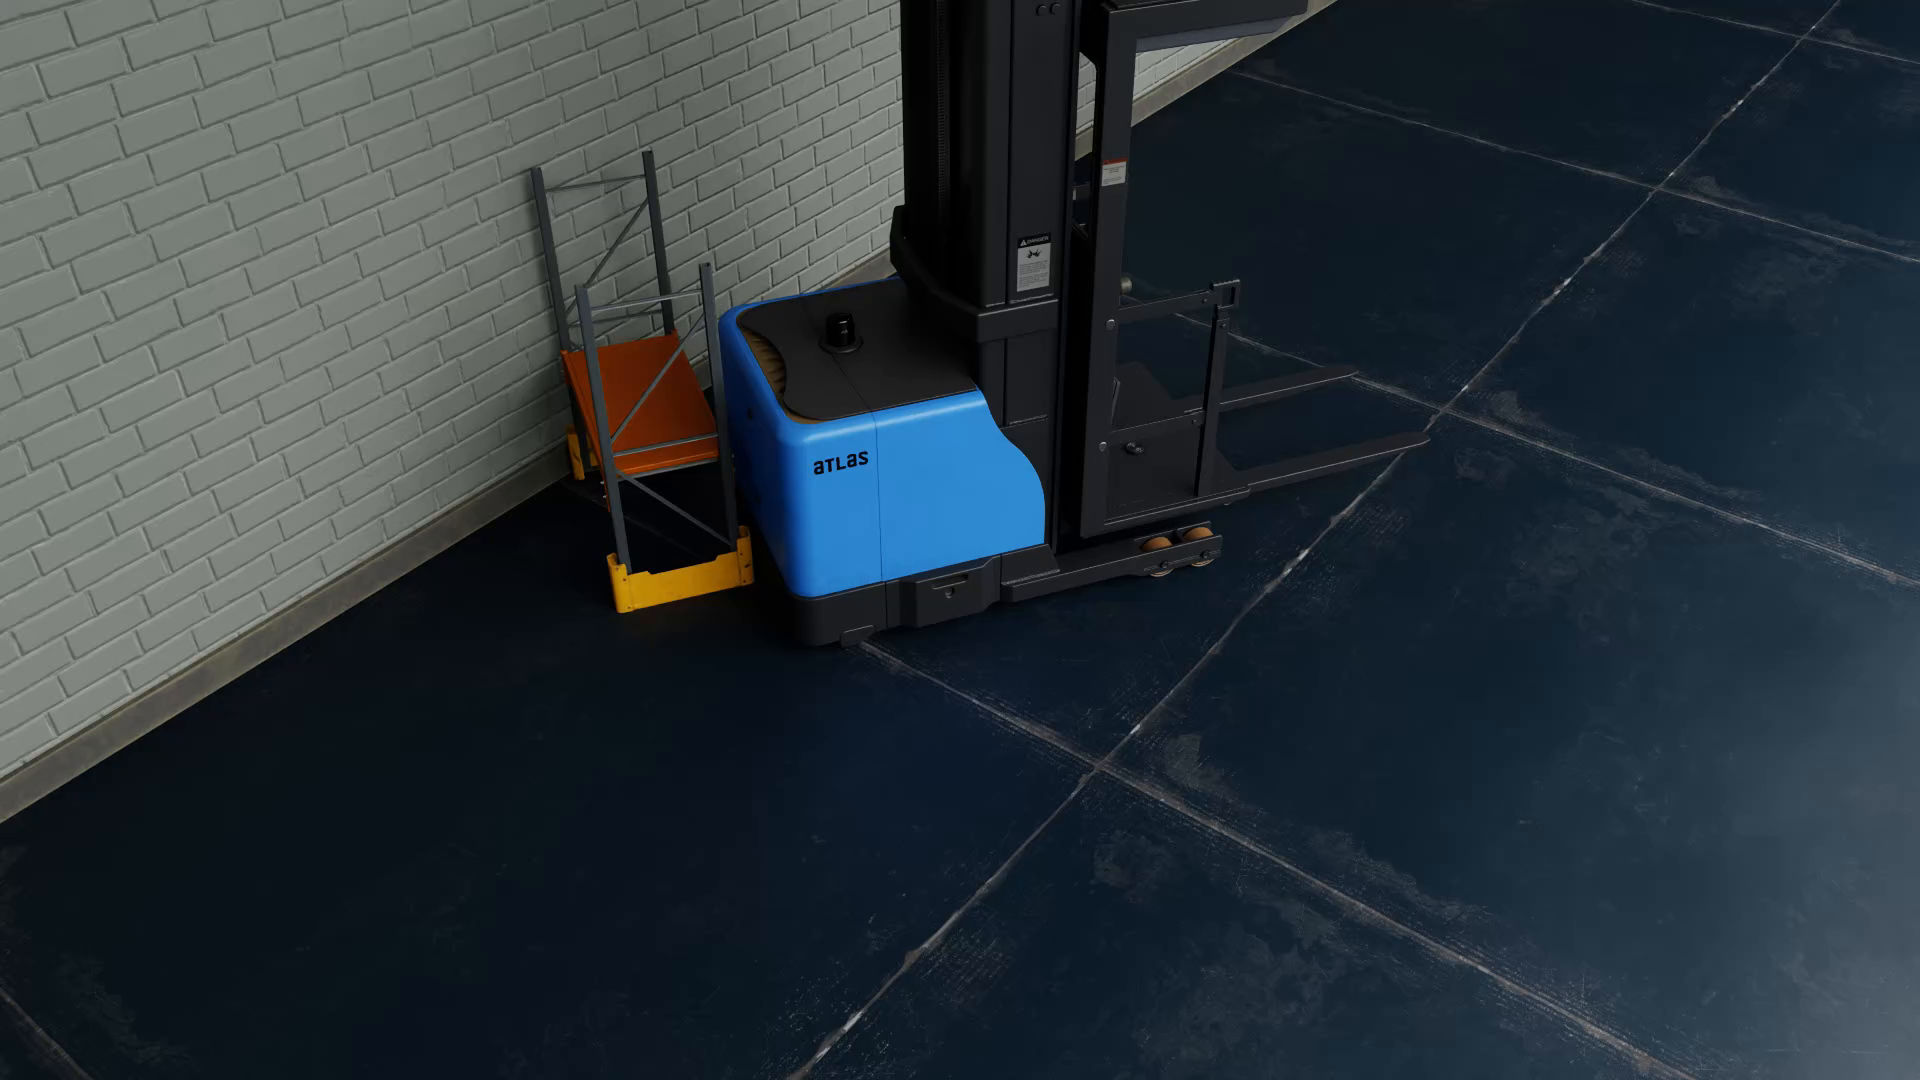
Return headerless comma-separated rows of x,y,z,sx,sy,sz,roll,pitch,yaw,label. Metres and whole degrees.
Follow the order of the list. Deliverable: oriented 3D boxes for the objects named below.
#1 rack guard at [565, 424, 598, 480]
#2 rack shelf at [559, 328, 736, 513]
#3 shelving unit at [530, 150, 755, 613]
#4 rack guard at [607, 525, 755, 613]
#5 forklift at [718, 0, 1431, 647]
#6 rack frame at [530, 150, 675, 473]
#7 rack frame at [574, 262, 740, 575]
-1.496,-0.456,7.630,0.587,0.250,0.087,-13,40,-16,rack guard
-1.327,-0.524,6.994,0.538,0.185,1.000,-13,40,-16,rack shelf
-1.324,-0.660,6.876,0.587,1.500,1.083,-13,40,-16,shelving unit
-1.152,0.120,6.894,0.587,0.250,0.087,-13,40,-16,rack guard
0.582,-1.290,6.521,3.031,2.935,1.130,-13,40,-16,forklift
-1.503,-0.959,7.259,0.500,1.500,0.032,-13,40,-16,rack frame
-1.151,-0.371,6.508,0.500,1.500,0.032,-13,40,-16,rack frame
